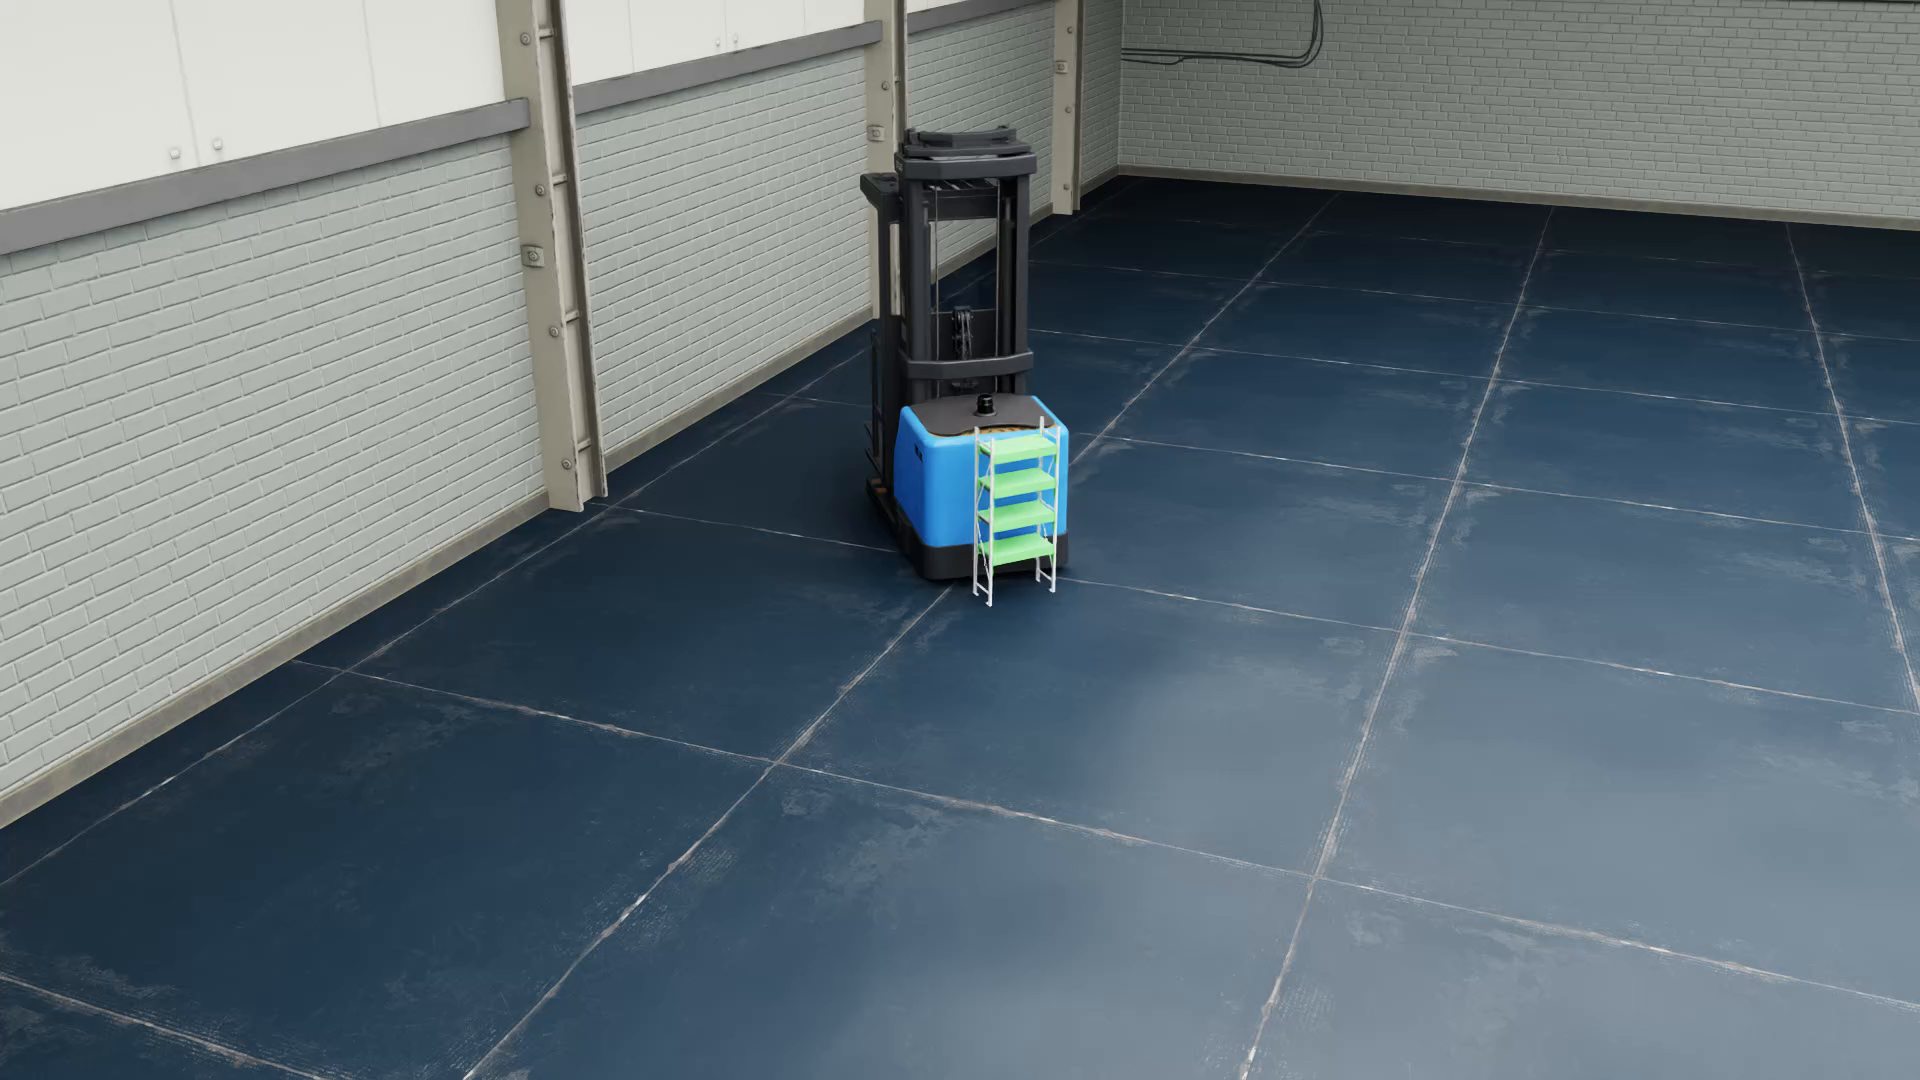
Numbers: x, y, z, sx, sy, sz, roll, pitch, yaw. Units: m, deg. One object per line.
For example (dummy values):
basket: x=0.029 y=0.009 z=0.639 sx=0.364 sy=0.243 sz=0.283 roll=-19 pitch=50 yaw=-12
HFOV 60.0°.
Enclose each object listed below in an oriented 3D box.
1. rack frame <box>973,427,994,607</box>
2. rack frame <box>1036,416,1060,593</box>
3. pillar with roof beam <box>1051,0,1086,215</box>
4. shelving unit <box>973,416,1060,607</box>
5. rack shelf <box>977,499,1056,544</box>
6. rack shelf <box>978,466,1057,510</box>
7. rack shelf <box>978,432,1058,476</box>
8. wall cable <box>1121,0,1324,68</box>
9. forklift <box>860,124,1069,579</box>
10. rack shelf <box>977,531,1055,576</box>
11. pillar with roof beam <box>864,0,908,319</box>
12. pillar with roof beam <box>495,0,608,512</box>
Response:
rack frame: x=0.156 y=-0.146 z=11.039 sx=0.015 sy=1.200 sz=0.240 roll=-11 pitch=26 yaw=-24
rack frame: x=0.592 y=-0.231 z=11.241 sx=0.015 sy=1.200 sz=0.240 roll=-11 pitch=26 yaw=-24
pillar with roof beam: x=5.468 y=-8.136 z=20.052 sx=9.100 sy=9.000 sz=0.400 roll=9 pitch=24 yaw=20
shelving unit: x=0.374 y=-0.188 z=11.140 sx=0.503 sy=1.200 sz=0.258 roll=-11 pitch=26 yaw=-24
rack shelf: x=0.374 y=-0.130 z=11.165 sx=0.480 sy=0.148 sz=0.258 roll=-11 pitch=26 yaw=-24
rack shelf: x=0.375 y=-0.350 z=11.071 sx=0.480 sy=0.148 sz=0.258 roll=-11 pitch=26 yaw=-24
rack shelf: x=0.376 y=-0.571 z=10.976 sx=0.480 sy=0.148 sz=0.258 roll=-11 pitch=26 yaw=-24
wall cable: x=3.793 y=-8.184 z=24.197 sx=3.097 sy=2.526 sz=0.112 roll=9 pitch=24 yaw=20
forklift: x=-0.104 y=-1.621 z=12.328 sx=1.130 sy=2.935 sz=3.031 roll=-6 pitch=23 yaw=-13
rack shelf: x=0.372 y=0.091 z=11.260 sx=0.480 sy=0.148 sz=0.258 roll=-11 pitch=26 yaw=-24
pillar with roof beam: x=3.240 y=-5.989 z=14.912 sx=9.100 sy=9.000 sz=0.400 roll=9 pitch=24 yaw=20
pillar with roof beam: x=1.011 y=-3.842 z=9.772 sx=9.100 sy=9.000 sz=0.400 roll=9 pitch=24 yaw=20
